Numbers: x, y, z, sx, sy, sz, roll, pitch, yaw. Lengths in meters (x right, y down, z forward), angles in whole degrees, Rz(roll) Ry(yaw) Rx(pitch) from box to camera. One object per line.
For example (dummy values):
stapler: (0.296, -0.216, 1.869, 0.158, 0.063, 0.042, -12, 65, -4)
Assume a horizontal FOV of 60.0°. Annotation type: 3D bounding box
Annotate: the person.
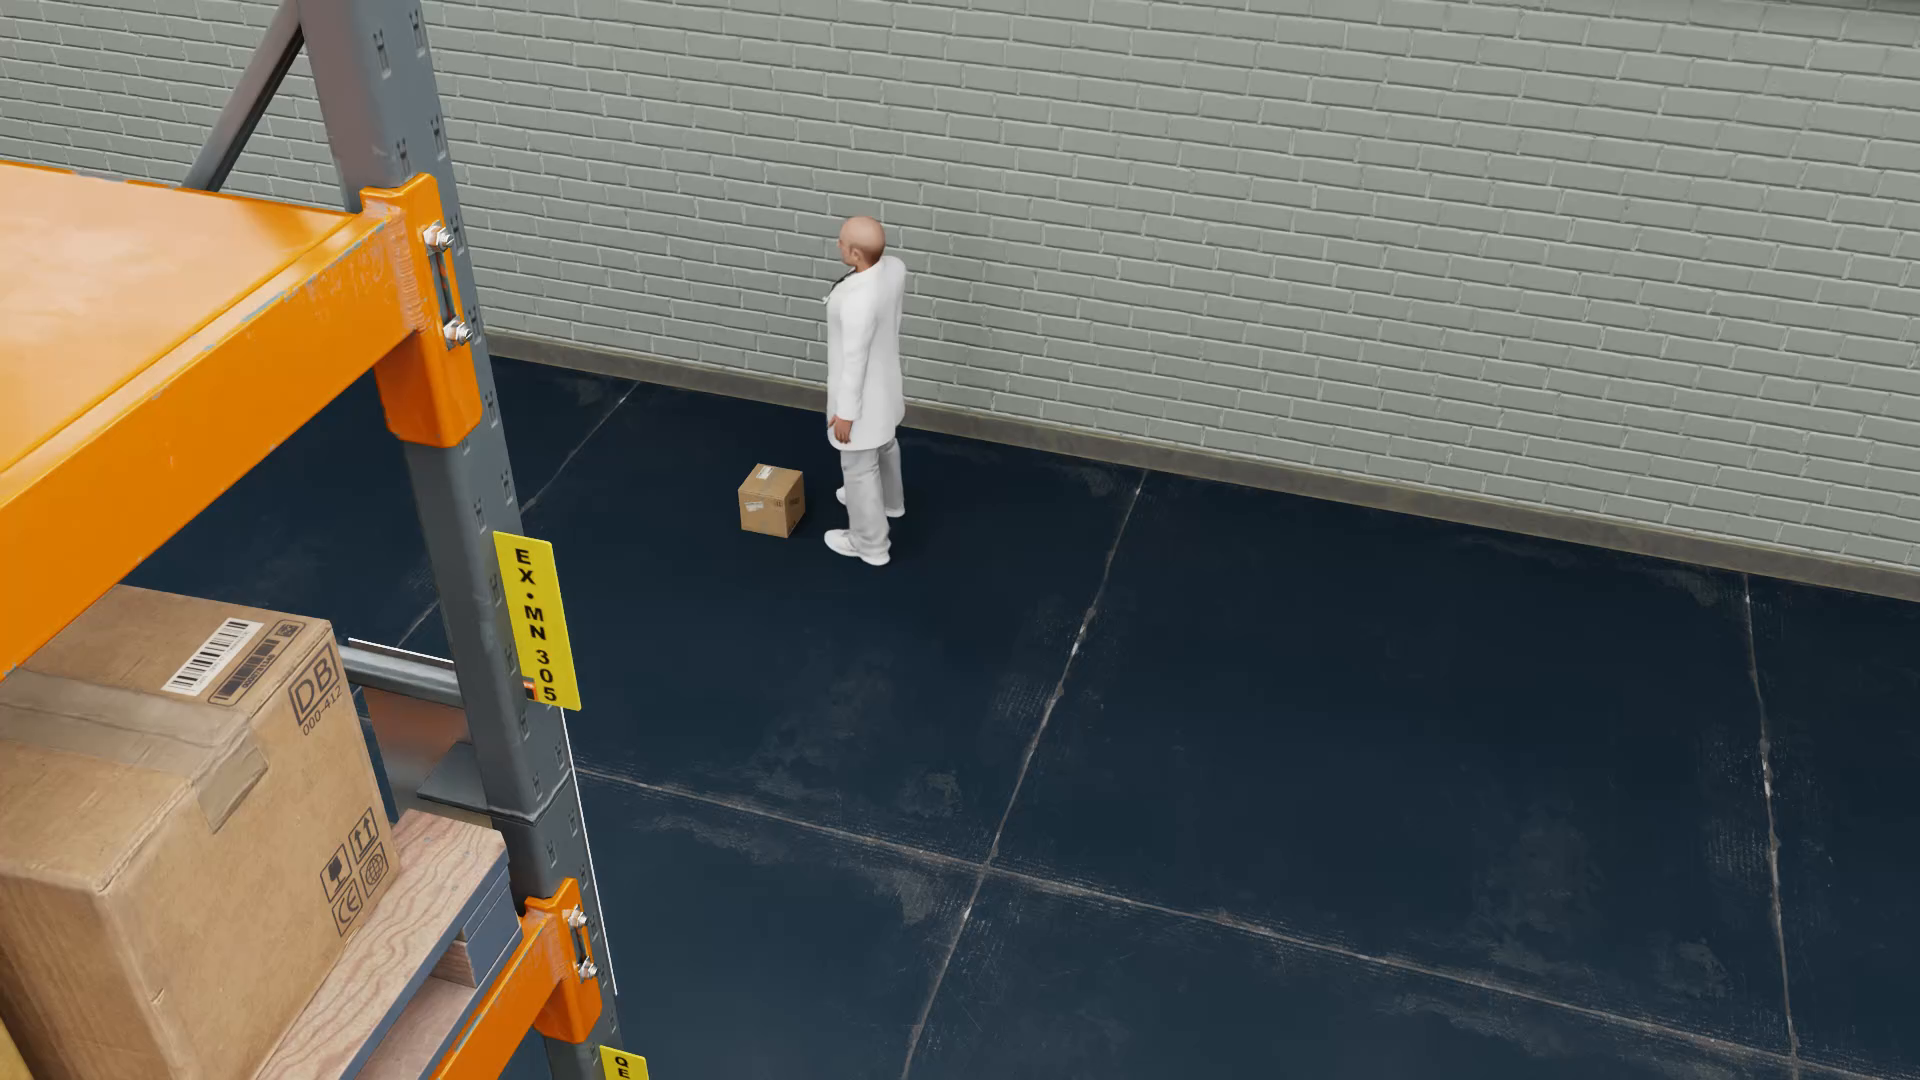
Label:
person: (-0.509, -0.735, 7.885, 0.471, 1.776, 0.617, 14, 39, 18)
